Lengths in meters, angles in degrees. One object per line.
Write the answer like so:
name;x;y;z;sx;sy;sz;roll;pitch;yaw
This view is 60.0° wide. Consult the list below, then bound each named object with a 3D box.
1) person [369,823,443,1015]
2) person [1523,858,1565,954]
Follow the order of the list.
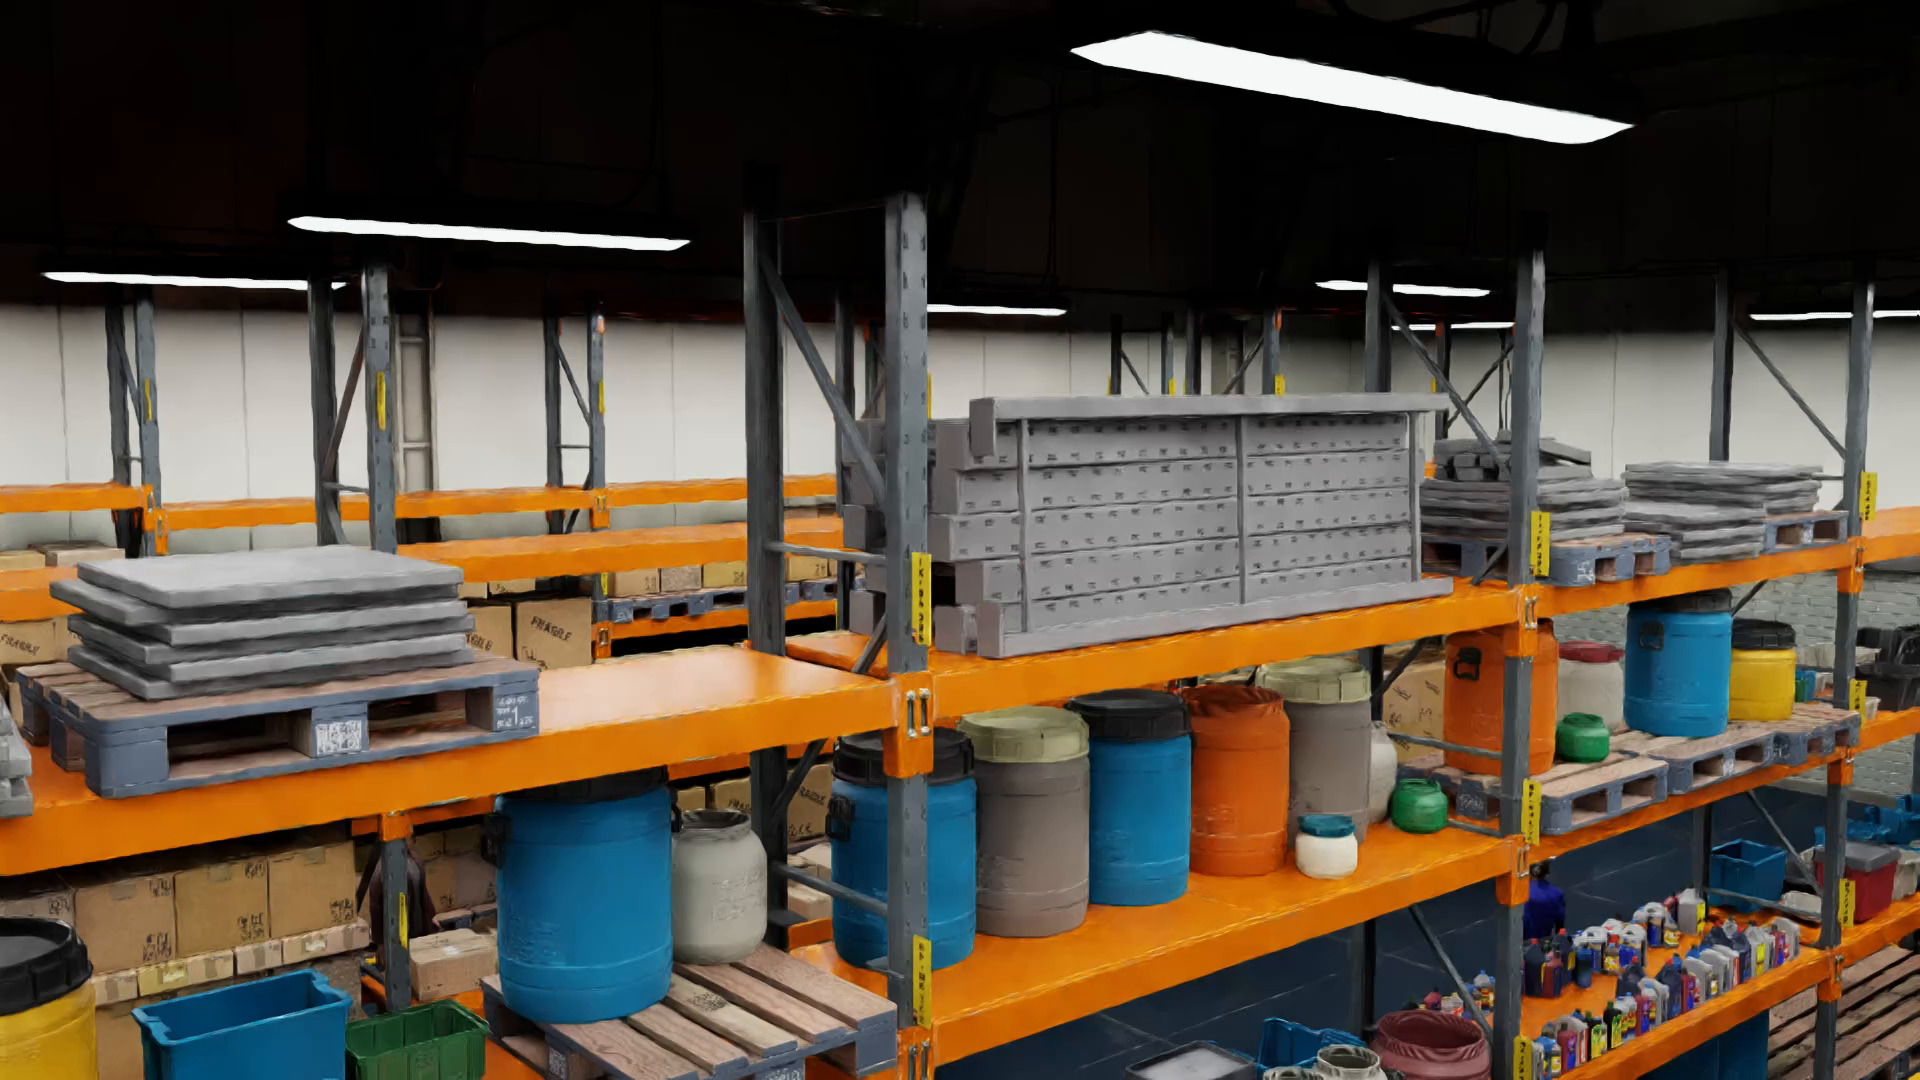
person;-4.246;3.034;12.810;0.514;1.781;0.638;2;6;21
person;4.322;3.154;12.429;0.513;1.690;0.492;-3;6;-29
